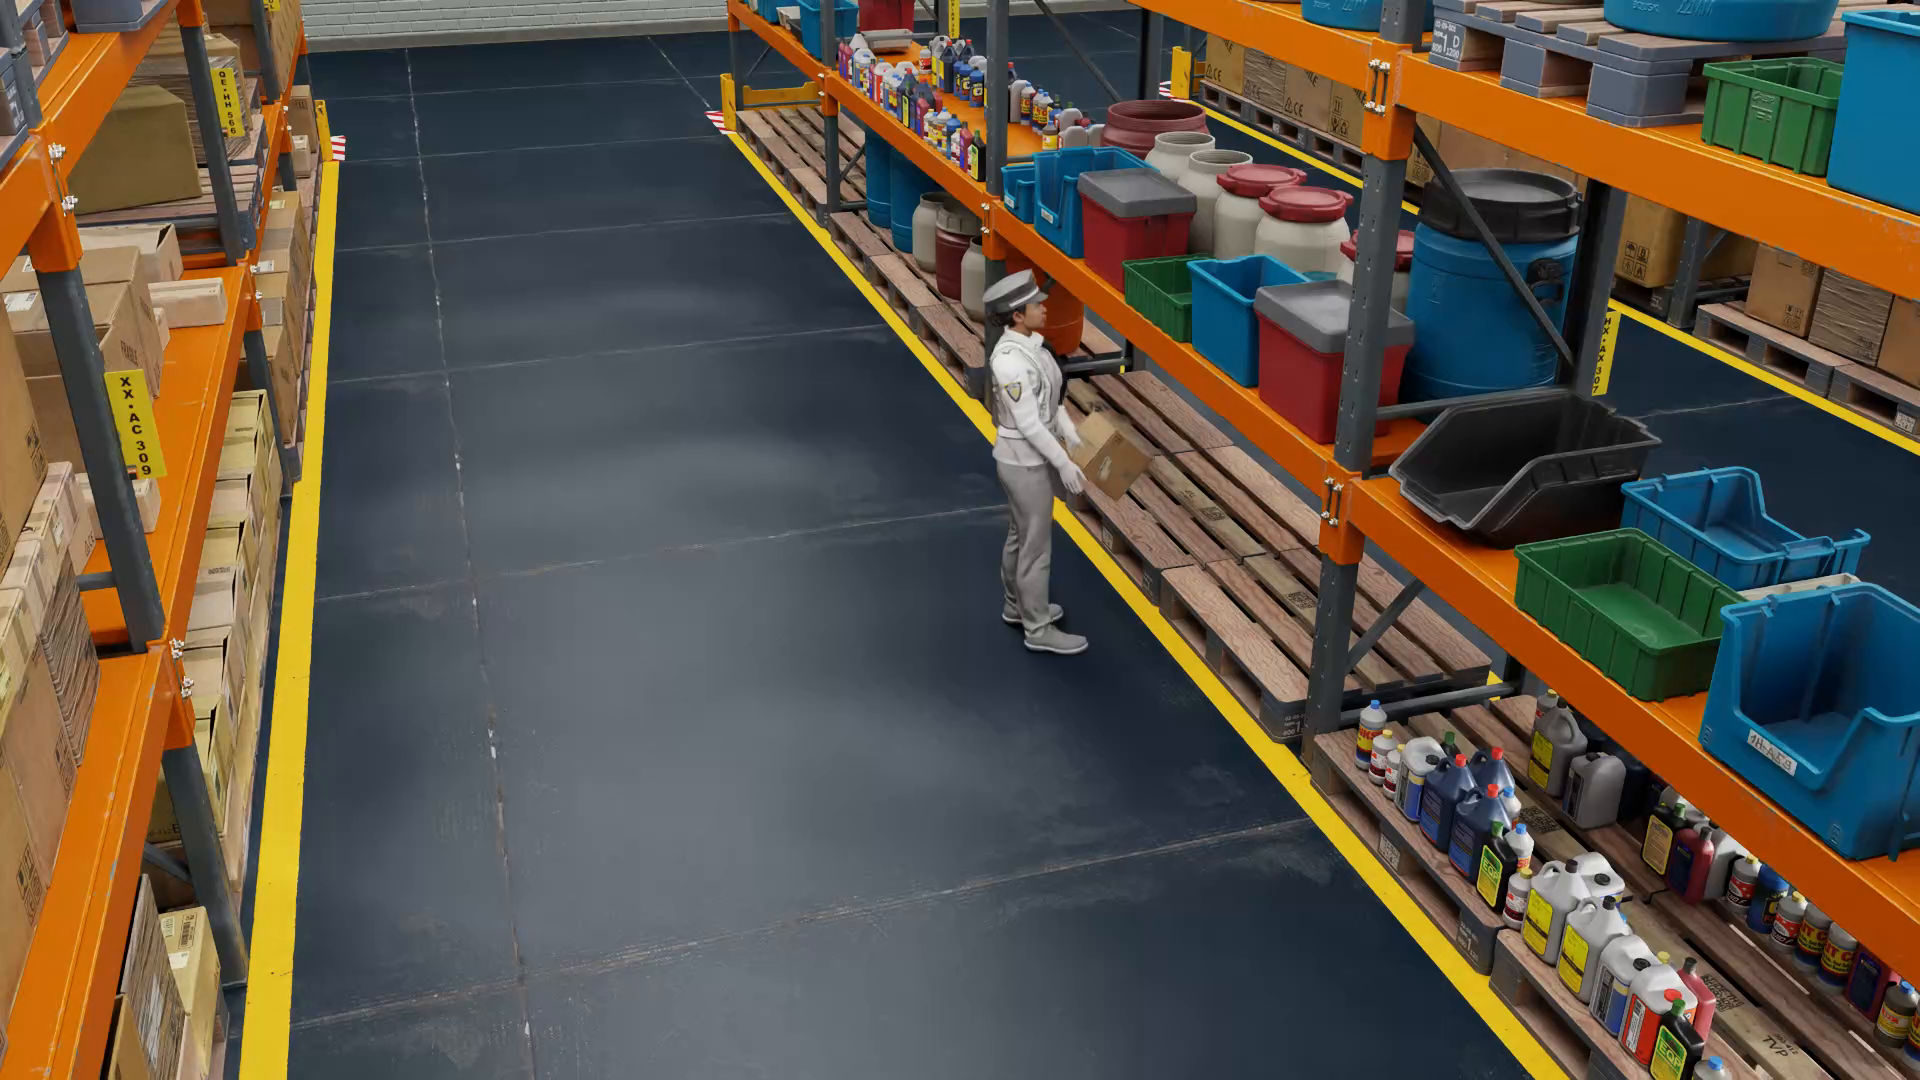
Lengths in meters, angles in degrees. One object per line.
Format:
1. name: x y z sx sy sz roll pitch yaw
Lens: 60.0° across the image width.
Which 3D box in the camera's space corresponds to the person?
1. person: 0.348 -0.359 7.277 0.517 1.699 0.494 4 27 8
